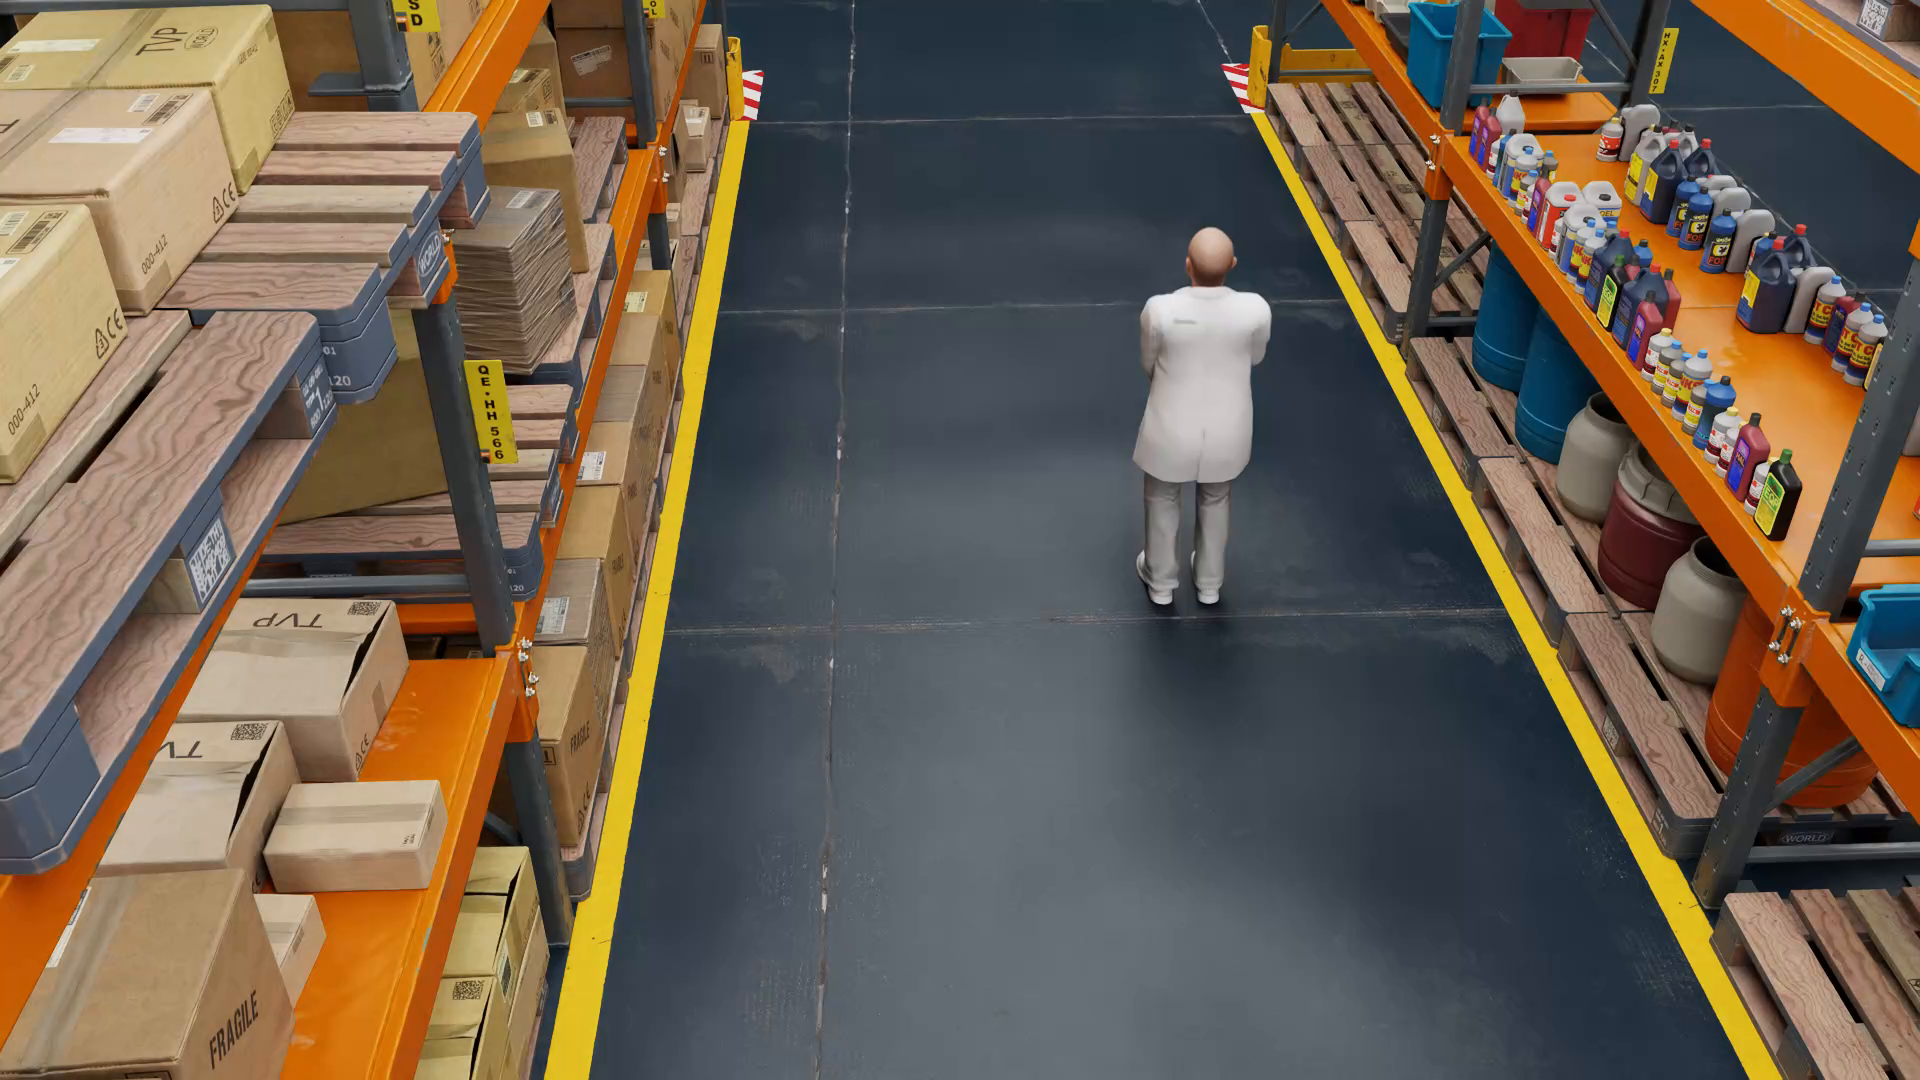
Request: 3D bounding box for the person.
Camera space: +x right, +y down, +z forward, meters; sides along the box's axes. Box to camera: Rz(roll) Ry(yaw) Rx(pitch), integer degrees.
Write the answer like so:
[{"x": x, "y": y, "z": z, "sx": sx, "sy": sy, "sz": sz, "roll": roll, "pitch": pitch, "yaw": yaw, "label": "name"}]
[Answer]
[{"x": 0.968, "y": -0.546, "z": 6.950, "sx": 0.528, "sy": 1.771, "sz": 0.563, "roll": -1, "pitch": 35, "yaw": -1, "label": "person"}]
